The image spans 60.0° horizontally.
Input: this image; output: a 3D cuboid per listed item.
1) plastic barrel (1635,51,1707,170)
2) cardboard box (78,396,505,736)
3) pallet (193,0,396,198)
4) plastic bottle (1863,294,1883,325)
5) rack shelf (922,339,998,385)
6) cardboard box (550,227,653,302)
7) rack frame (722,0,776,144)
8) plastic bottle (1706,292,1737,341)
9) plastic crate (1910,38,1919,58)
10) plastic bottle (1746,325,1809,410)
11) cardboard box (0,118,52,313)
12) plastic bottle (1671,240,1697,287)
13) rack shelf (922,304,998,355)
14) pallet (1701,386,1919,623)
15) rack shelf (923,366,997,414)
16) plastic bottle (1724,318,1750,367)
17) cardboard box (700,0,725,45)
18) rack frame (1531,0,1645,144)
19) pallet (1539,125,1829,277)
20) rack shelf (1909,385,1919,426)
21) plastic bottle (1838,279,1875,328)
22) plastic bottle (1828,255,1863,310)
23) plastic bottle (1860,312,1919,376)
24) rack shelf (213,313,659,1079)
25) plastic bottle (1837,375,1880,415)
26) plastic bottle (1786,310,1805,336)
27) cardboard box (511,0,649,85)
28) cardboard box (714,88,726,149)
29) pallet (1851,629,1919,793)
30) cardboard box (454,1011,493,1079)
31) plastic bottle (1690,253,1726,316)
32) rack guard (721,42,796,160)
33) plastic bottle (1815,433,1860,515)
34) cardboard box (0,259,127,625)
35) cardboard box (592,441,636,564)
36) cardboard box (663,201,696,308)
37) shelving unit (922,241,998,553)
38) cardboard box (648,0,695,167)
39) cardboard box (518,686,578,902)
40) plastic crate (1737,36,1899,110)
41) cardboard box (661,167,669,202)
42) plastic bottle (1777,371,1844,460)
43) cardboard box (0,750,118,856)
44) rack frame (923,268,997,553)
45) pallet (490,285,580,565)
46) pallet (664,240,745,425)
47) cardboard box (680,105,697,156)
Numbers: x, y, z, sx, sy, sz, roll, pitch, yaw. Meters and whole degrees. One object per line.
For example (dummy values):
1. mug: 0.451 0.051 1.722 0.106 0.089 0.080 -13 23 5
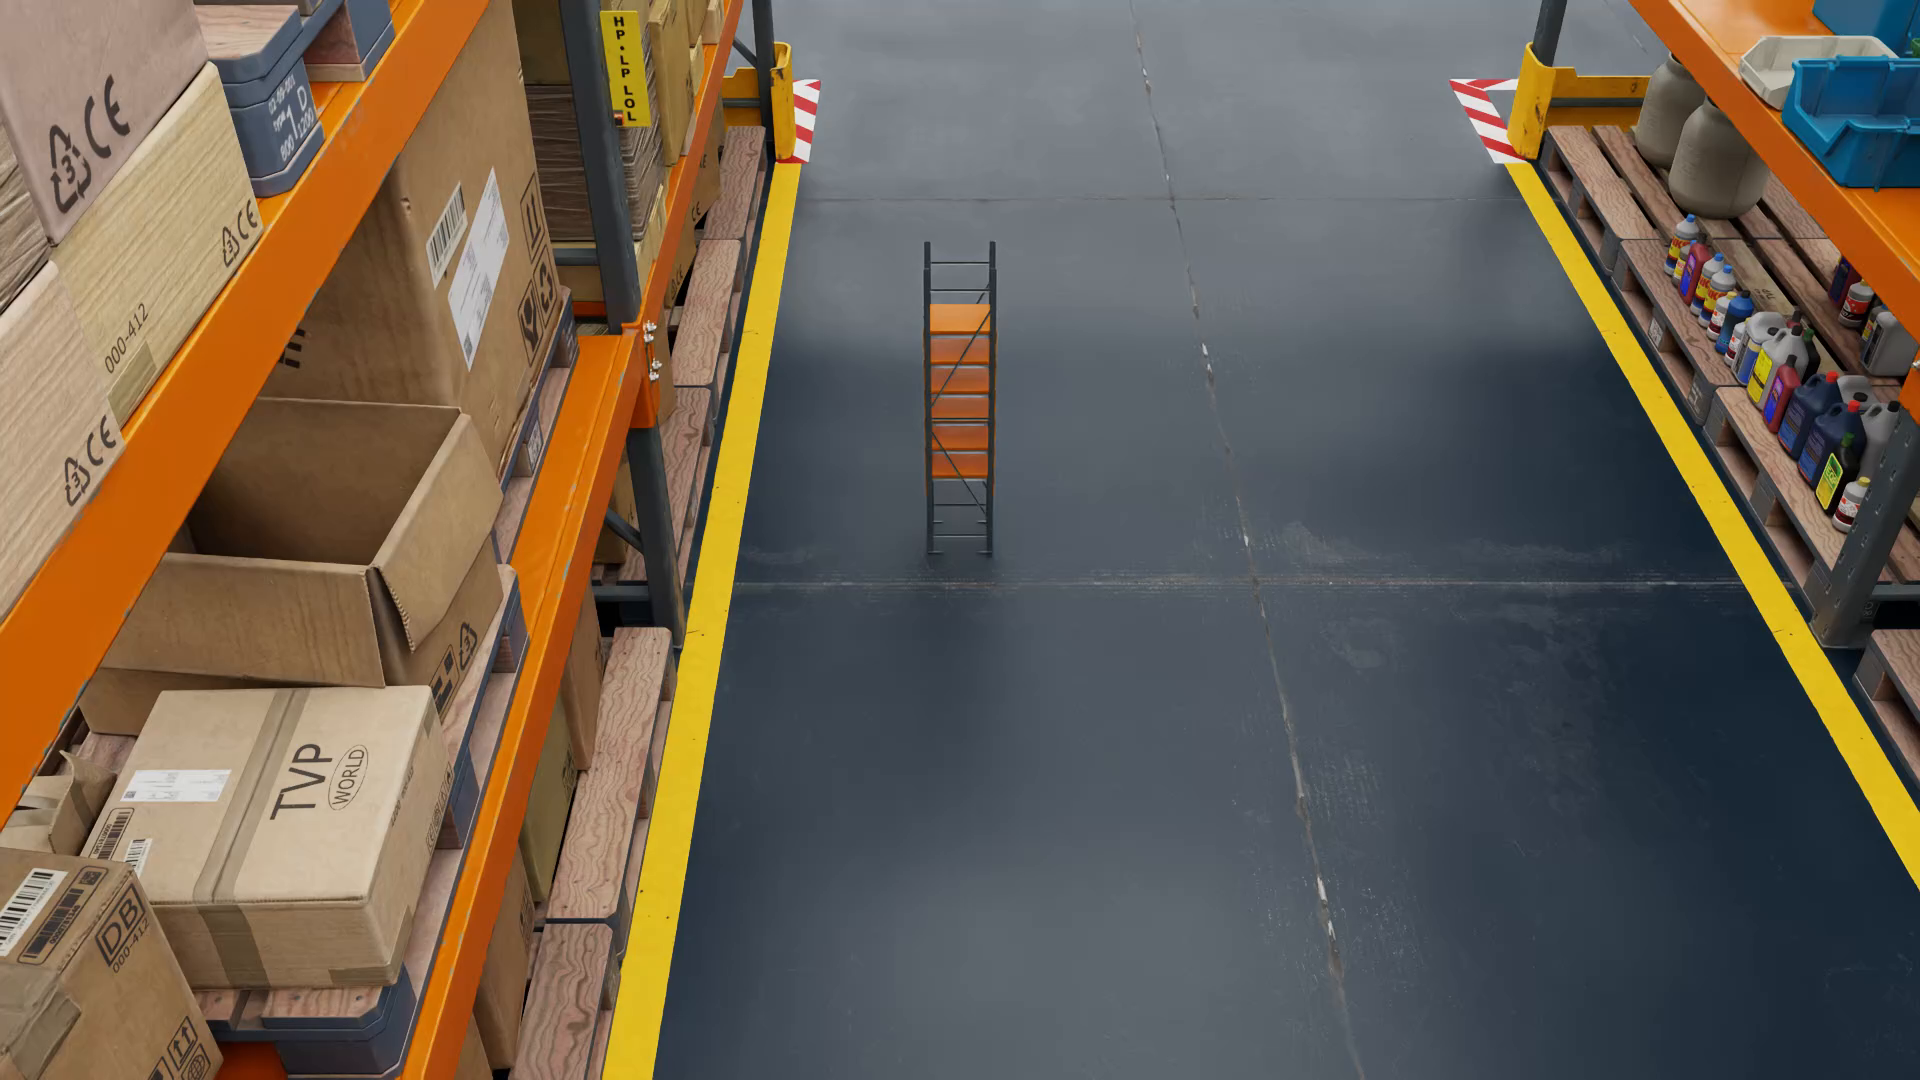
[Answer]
1. plastic barrel: 3.563 -2.110 8.138 0.421 0.512 0.421 0 39 0
2. cardboard box: -1.368 0.057 3.362 0.797 0.503 0.637 4 39 5
3. pallet: -1.564 -0.886 2.708 1.213 0.211 1.003 0 39 0
4. plastic bottle: 3.899 -1.044 6.981 0.152 0.276 0.135 -1 39 -1
5. rack shelf: 0.000 -0.630 5.764 0.258 0.103 0.180 0 39 0
6. cardboard box: -1.162 -0.860 5.125 0.380 0.149 0.250 0 39 0
7. rack frame: -1.467 -3.325 8.000 1.000 3.000 0.127 0 39 0
8. plastic bottle: 3.177 -0.935 6.904 0.097 0.201 0.097 0 39 0
9. plastic crate: 3.771 -1.593 6.009 0.450 0.188 0.662 0 39 0
10. plastic bottle: 3.201 -0.689 6.478 0.144 0.351 0.185 0 39 0
11. cardboard box: -1.198 -0.338 1.394 0.500 0.500 0.500 0 39 0
12. plastic bottle: 3.176 -1.209 7.246 0.097 0.201 0.097 0 39 0
13. rack shelf: 0.000 -0.724 5.689 0.258 0.103 0.180 0 39 0
14. pallet: 3.531 -0.159 6.279 1.003 0.211 1.213 0 39 0
15. rack shelf: 0.000 -0.536 5.839 0.258 0.103 0.180 0 39 0
16. plastic bottle: 3.177 -0.806 6.744 0.097 0.201 0.097 0 39 0
17. cardboard box: -1.154 -2.111 6.686 0.380 0.149 0.250 0 39 0
18. rack frame: 3.486 -3.328 8.004 1.000 3.000 0.127 0 39 0
19. pallet: 3.528 -1.684 8.183 1.003 0.211 1.213 0 39 0
20. rack shelf: 3.493 0.705 3.547 1.077 0.370 4.000 0 39 0
21. plastic bottle: 3.775 -1.004 6.989 0.097 0.201 0.097 0 39 0
22. plastic bottle: 3.793 -1.134 7.086 0.061 0.283 0.133 0 39 0
23. plastic bottle: 3.756 -0.809 6.687 0.152 0.276 0.135 0 39 0
24. rack shelf: -1.460 0.708 3.543 1.077 0.370 4.000 0 39 0
25. plastic bottle: 3.349 -0.474 6.269 0.152 0.276 0.135 0 39 0
26. plastic bottle: 3.311 -0.765 6.626 0.061 0.283 0.133 0 39 0
27. cardboard box: -1.209 -1.650 4.793 0.500 0.500 0.500 0 39 0
28. cardboard box: -1.483 -2.123 8.163 0.500 0.500 0.500 7 39 8
29. pallet: 3.530 0.752 5.142 1.003 0.211 1.213 0 39 0
30. cardboard box: -1.500 1.362 3.799 0.700 0.500 0.500 3 39 4
31. plastic bottle: 3.177 -1.087 7.037 0.097 0.271 0.097 0 39 0
32. rack guard: -1.467 -2.302 8.722 1.175 0.500 0.348 0 39 0
33. plastic bottle: 3.160 -0.239 5.970 0.061 0.283 0.133 2 39 2
34. cardboard box: -1.204 -0.049 1.634 0.500 0.250 0.500 1 39 1
35. cardboard box: -1.423 -0.262 5.841 0.500 0.500 0.500 -1 39 -1
36. cardboard box: -1.466 -1.357 7.208 0.500 0.500 0.500 3 39 4
37. shelving unit: 0.000 -0.477 5.886 0.258 1.200 0.189 0 39 0
38. cardboard box: -1.367 -1.572 5.496 0.875 0.500 0.500 0 39 0
39. cardboard box: -1.502 0.663 4.671 0.700 0.500 0.500 0 39 0
40. plastic crate: 3.235 -1.739 6.232 0.530 0.136 0.437 0 39 0
41. cardboard box: -1.177 -1.172 5.515 0.380 0.149 0.250 0 39 0
42. plastic bottle: 3.201 -0.487 6.226 0.144 0.351 0.185 -2 39 -2
43. cardboard box: -1.730 0.524 2.969 0.396 0.266 0.258 -1 39 -1
44. rack frame: 0.000 -0.420 5.815 0.240 1.200 0.006 0 39 0
45. pallet: -1.607 -0.270 4.342 1.003 0.211 1.213 0 39 0
46. pallet: -1.503 -0.920 7.229 1.003 0.211 1.213 0 39 0
47. cardboard box: -1.146 -1.485 5.906 0.380 0.149 0.250 0 39 0
